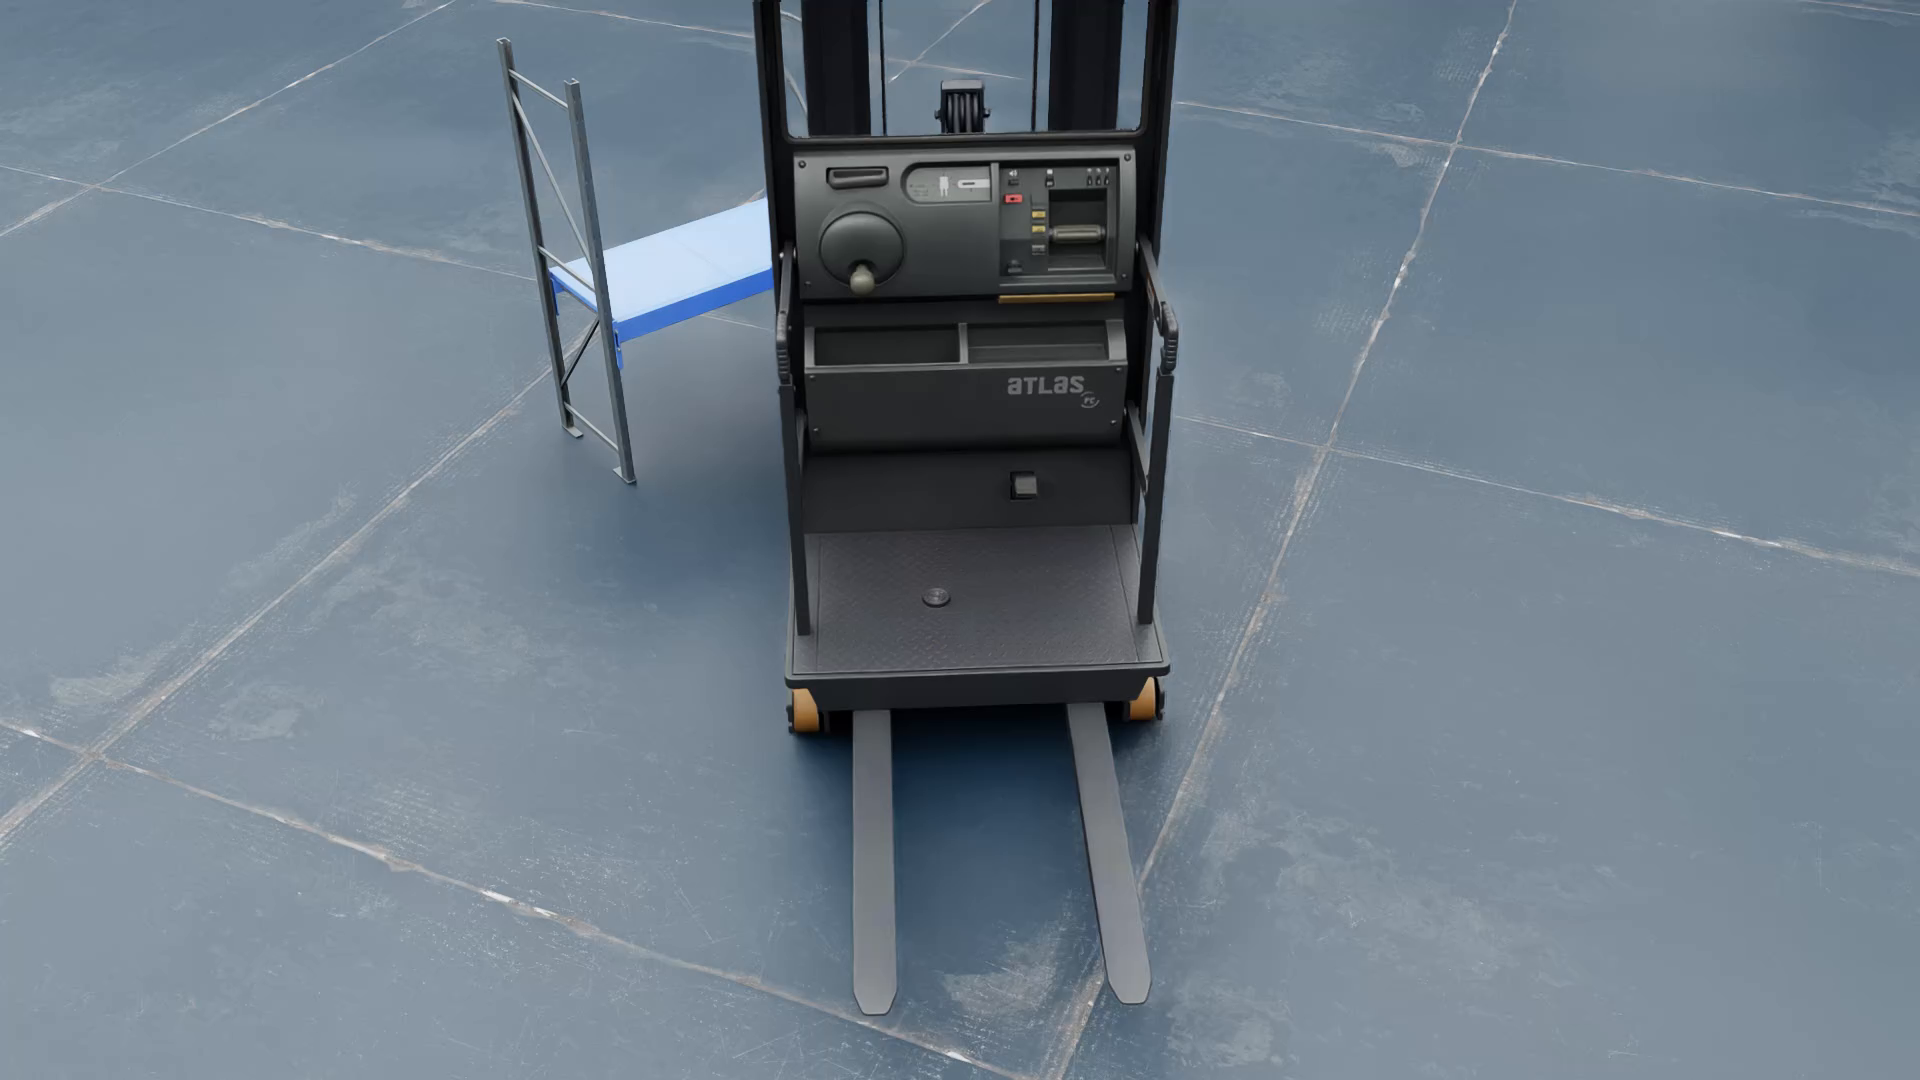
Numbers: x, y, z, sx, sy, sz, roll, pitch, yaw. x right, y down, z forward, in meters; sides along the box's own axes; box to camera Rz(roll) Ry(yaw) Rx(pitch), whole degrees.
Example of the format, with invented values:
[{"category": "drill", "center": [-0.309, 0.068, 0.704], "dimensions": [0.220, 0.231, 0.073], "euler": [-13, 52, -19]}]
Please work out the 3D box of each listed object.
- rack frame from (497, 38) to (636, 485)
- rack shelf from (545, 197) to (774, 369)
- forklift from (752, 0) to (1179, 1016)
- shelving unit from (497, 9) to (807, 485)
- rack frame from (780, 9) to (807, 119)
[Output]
[{"category": "rack frame", "center": [-1.346, -0.923, 5.732], "dimensions": [0.032, 1.500, 0.500], "euler": [-26, 44, -30]}, {"category": "rack shelf", "center": [-0.951, -0.971, 6.097], "dimensions": [1.000, 0.185, 0.538], "euler": [-26, 44, -30]}, {"category": "forklift", "center": [0.029, -0.800, 4.372], "dimensions": [1.130, 2.935, 3.031], "euler": [-2, 37, -2]}, {"category": "shelving unit", "center": [-0.951, -1.115, 5.989], "dimensions": [1.048, 1.500, 0.538], "euler": [-26, 44, -30]}, {"category": "rack frame", "center": [-0.557, -1.307, 6.246], "dimensions": [0.032, 1.500, 0.500], "euler": [-26, 44, -30]}]
